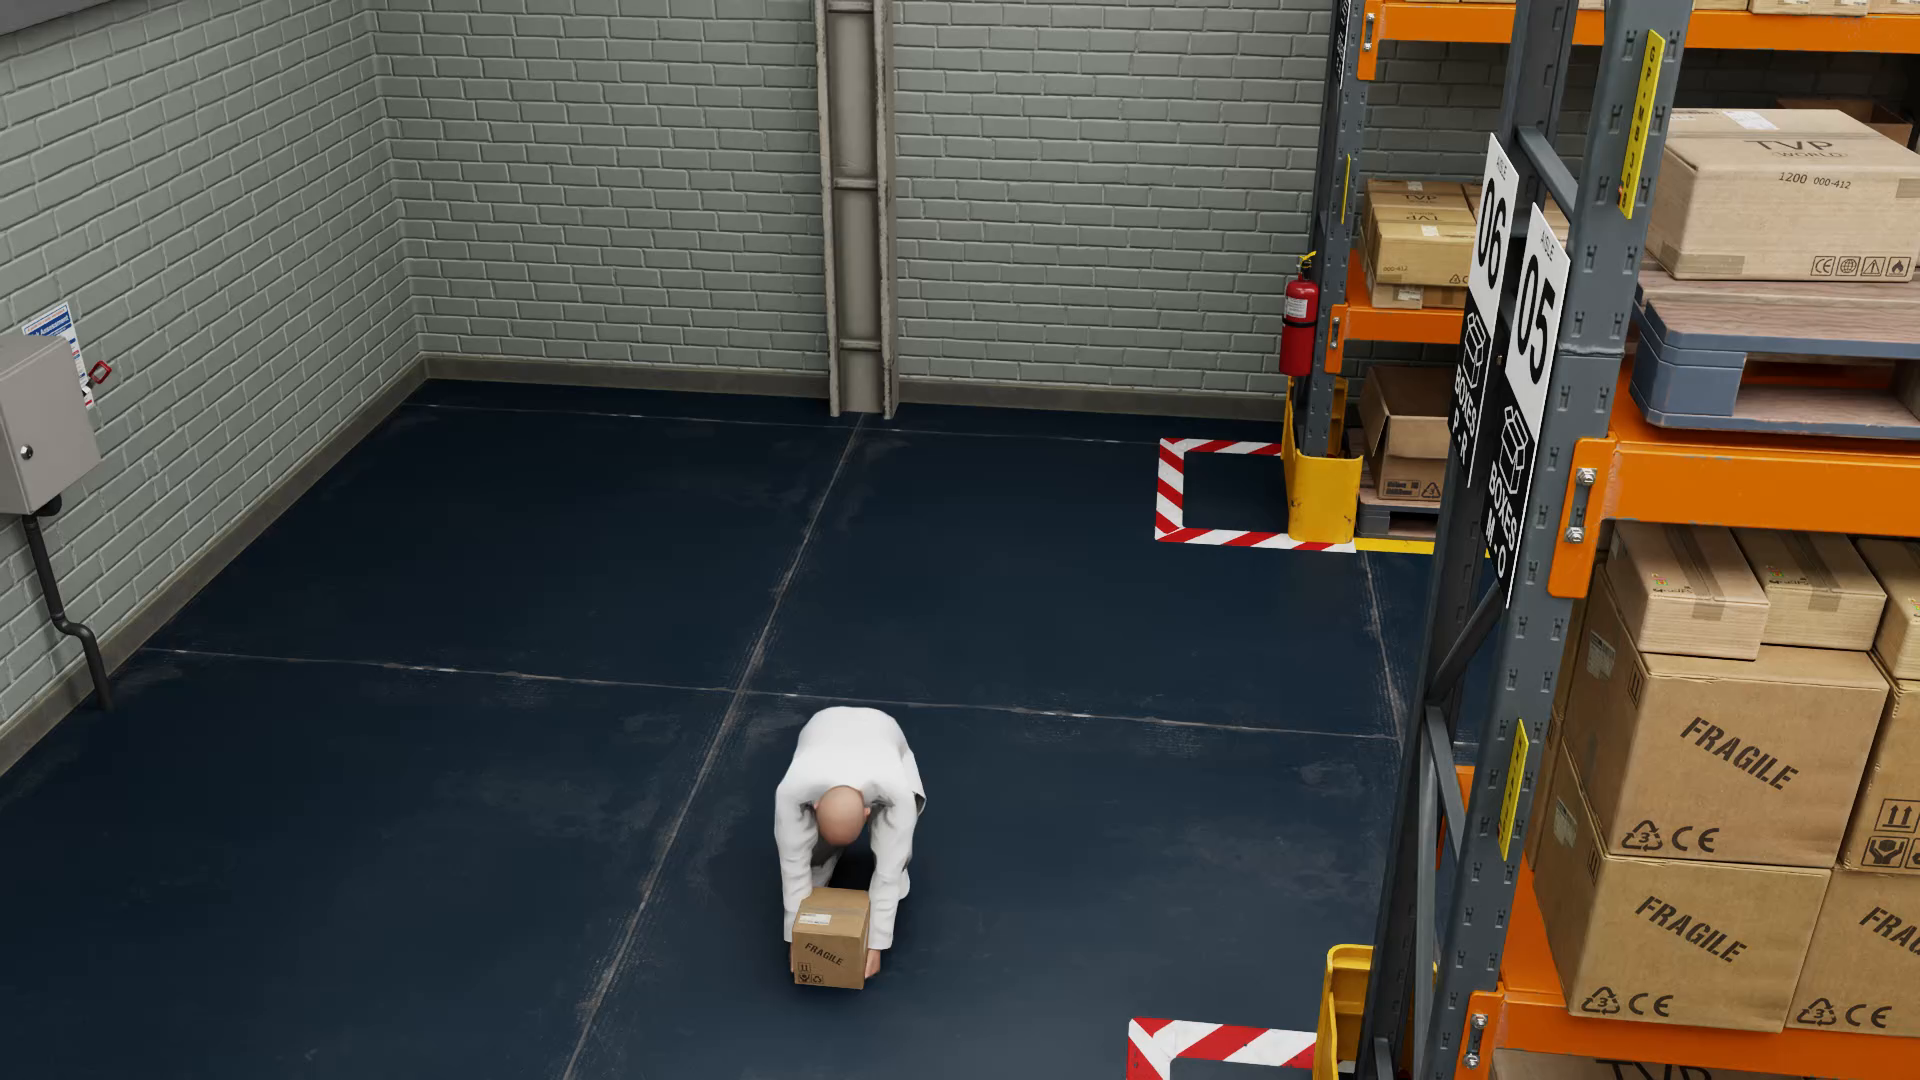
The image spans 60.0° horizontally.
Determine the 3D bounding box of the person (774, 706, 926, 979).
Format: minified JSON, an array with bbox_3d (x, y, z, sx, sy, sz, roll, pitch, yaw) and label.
[{"bbox_3d":[-0.422,1.065,6.238,0.577,0.817,0.932,3,28,5],"label":"person"}]
